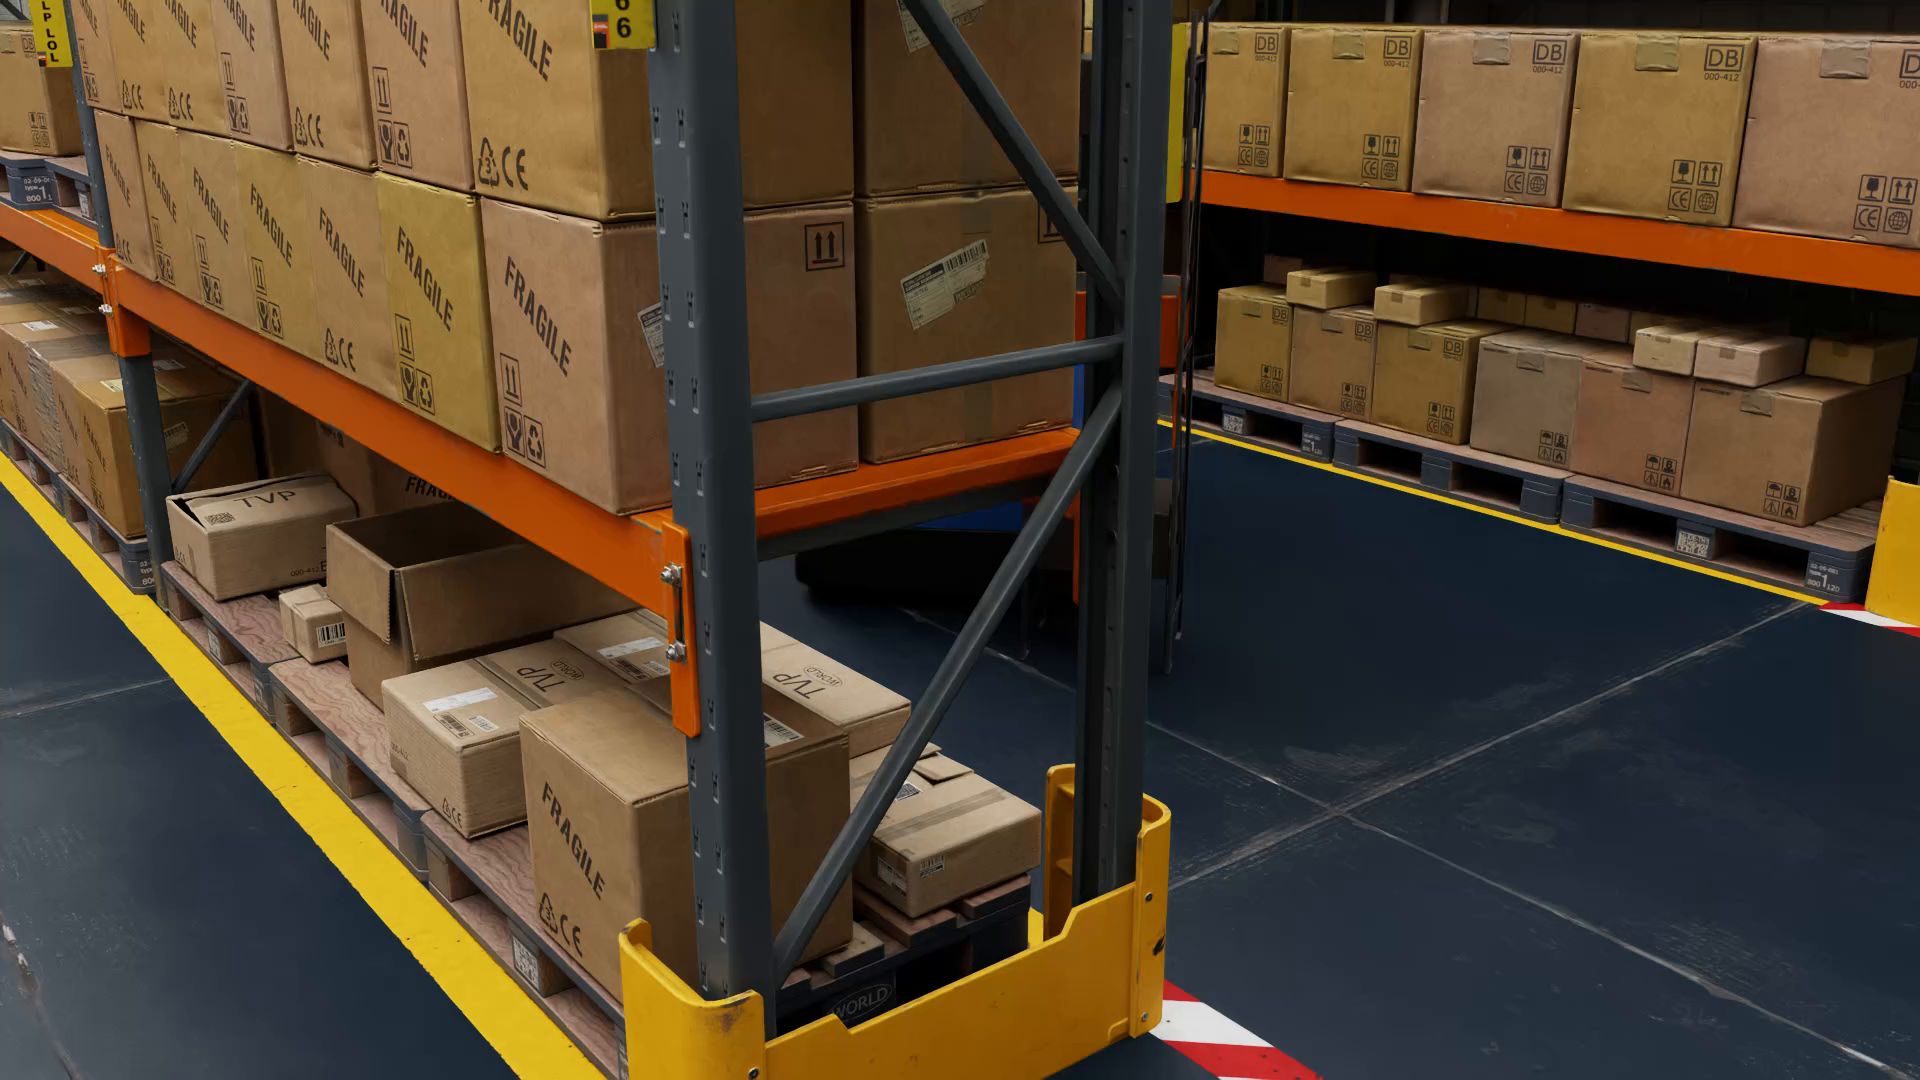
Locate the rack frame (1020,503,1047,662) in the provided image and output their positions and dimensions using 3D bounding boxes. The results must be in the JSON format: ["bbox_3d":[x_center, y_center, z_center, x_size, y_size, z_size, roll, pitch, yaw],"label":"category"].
[{"bbox_3d":[0.256,-0.645,5.470,0.015,2.100,0.400,4,19,13],"label":"rack frame"}]

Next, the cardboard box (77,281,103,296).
[{"bbox_3d":[-4.208,-1.430,8.492,0.500,0.250,0.500,-13,22,-34],"label":"cardboard box"}]

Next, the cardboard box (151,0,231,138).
[{"bbox_3d":[-1.816,-1.361,4.451,0.500,0.500,0.500,-15,23,-38],"label":"cardboard box"}]

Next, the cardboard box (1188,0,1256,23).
[{"bbox_3d":[1.272,-2.950,9.142,0.500,0.250,0.500,-13,22,-34],"label":"cardboard box"}]

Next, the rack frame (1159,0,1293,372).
[{"bbox_3d":[1.353,-2.231,8.830,1.000,3.000,0.127,-14,23,-36],"label":"rack frame"}]

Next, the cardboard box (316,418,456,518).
[{"bbox_3d":[-1.951,-0.201,5.974,0.500,0.500,0.500,-14,23,-36],"label":"cardboard box"}]

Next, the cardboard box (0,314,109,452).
[{"bbox_3d":[-3.988,-0.724,7.552,0.500,0.500,0.500,-15,23,-38],"label":"cardboard box"}]

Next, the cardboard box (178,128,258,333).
[{"bbox_3d":[-1.795,-0.883,4.599,0.500,0.500,0.500,-14,23,-36],"label":"cardboard box"}]

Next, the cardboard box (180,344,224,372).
[{"bbox_3d":[-2.977,-0.582,7.125,0.500,0.500,0.500,-14,23,-35],"label":"cardboard box"}]

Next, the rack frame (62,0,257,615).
[{"bbox_3d":[-2.528,-1.264,5.907,1.000,3.000,0.127,-14,23,-36],"label":"rack frame"}]

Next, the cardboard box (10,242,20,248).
[{"bbox_3d":[-5.439,-1.724,10.110,0.500,0.311,0.500,-15,23,-37],"label":"cardboard box"}]

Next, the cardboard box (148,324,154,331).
[{"bbox_3d":[-3.595,-0.831,7.878,0.500,0.500,0.500,-15,24,-38],"label":"cardboard box"}]

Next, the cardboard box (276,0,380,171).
[{"bbox_3d":[-1.176,-1.107,3.685,0.500,0.500,0.500,-13,22,-35],"label":"cardboard box"}]

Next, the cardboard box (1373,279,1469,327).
[{"bbox_3d":[2.131,-1.099,7.687,0.380,0.149,0.250,-15,23,-38],"label":"cardboard box"}]

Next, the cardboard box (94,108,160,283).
[{"bbox_3d":[-2.425,-1.132,5.351,0.500,0.500,0.500,-13,22,-35],"label":"cardboard box"}]

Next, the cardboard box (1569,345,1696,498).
[{"bbox_3d":[3.013,-0.535,7.014,0.700,0.500,0.500,-14,23,-36],"label":"cardboard box"}]

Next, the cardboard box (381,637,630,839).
[{"bbox_3d":[-1.141,0.493,4.277,0.500,0.250,0.500,-14,23,-36],"label":"cardboard box"}]

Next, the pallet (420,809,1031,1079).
[{"bbox_3d":[-0.587,0.831,4.018,1.003,0.211,1.213,-14,23,-36],"label":"pallet"}]

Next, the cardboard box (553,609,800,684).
[{"bbox_3d":[-0.780,0.383,4.609,0.500,0.250,0.500,-14,23,-36],"label":"cardboard box"}]

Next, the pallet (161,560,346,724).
[{"bbox_3d":[-2.102,0.230,5.834,1.003,0.211,1.213,-14,23,-36],"label":"pallet"}]

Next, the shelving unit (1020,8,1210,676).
[{"bbox_3d":[0.493,-0.627,5.416,0.503,2.100,0.431,4,19,13],"label":"shelving unit"}]

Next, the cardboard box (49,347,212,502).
[{"bbox_3d":[-3.359,-0.475,6.802,0.500,0.500,0.500,-14,23,-36],"label":"cardboard box"}]

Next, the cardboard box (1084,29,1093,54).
[{"bbox_3d":[0.869,-2.494,8.959,0.500,0.500,0.500,-14,23,-37],"label":"cardboard box"}]

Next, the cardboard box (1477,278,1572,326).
[{"bbox_3d":[2.613,-1.102,7.696,0.380,0.149,0.250,-14,23,-37],"label":"cardboard box"}]

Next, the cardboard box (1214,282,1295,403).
[{"bbox_3d":[1.737,-1.040,8.540,0.700,0.500,0.500,-14,23,-35],"label":"cardboard box"}]

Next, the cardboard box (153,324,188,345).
[{"bbox_3d":[-3.258,-1.055,7.361,0.500,0.250,0.500,-14,23,-36],"label":"cardboard box"}]

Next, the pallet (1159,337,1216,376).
[{"bbox_3d":[0.815,-1.083,9.798,1.003,0.211,1.213,-14,23,-36],"label":"pallet"}]

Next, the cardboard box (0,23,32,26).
[{"bbox_3d":[-4.114,-2.100,7.607,0.700,0.500,0.500,-9,20,-26],"label":"cardboard box"}]

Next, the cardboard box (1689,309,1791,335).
[{"bbox_3d":[3.243,-0.852,6.941,0.380,0.149,0.250,-14,23,-36],"label":"cardboard box"}]

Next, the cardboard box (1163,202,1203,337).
[{"bbox_3d":[0.848,-1.545,9.509,0.750,0.750,0.750,-14,23,-35],"label":"cardboard box"}]

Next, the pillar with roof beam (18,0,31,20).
[{"bbox_3d":[-23.261,-13.106,32.128,9.100,9.000,0.400,-14,23,-36],"label":"pillar with roof beam"}]

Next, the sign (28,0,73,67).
[{"bbox_3d":[-2.960,-1.704,5.395,0.100,0.325,0.005,-14,23,-36],"label":"sign"}]

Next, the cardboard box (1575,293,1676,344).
[{"bbox_3d":[2.929,-0.977,7.317,0.380,0.149,0.250,-14,23,-35],"label":"cardboard box"}]

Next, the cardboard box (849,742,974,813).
[{"bbox_3d":[-0.190,0.626,4.007,0.380,0.166,0.250,-14,23,-36],"label":"cardboard box"}]

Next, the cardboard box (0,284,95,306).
[{"bbox_3d":[-4.623,-0.976,8.314,0.500,0.500,0.500,-15,24,-38],"label":"cardboard box"}]

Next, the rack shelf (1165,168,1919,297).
[{"bbox_3d":[2.595,-1.397,7.454,1.077,0.370,4.000,-14,23,-36],"label":"rack shelf"}]

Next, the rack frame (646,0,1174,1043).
[{"bbox_3d":[-0.044,-0.278,2.930,1.000,3.000,0.127,-14,23,-36],"label":"rack frame"}]

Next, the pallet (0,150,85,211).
[{"bbox_3d":[-3.800,-1.680,7.469,1.003,0.211,1.213,-14,23,-36],"label":"pallet"}]

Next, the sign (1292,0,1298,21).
[{"bbox_3d":[1.787,-2.789,9.009,0.100,0.325,0.005,-14,23,-36],"label":"sign"}]

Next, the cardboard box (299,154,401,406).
[{"bbox_3d":[-1.166,-0.634,3.846,0.500,0.500,0.500,-14,23,-36],"label":"cardboard box"}]

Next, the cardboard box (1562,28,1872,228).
[{"bbox_3d":[3.052,-1.689,6.714,0.980,0.700,0.700,-14,23,-37],"label":"cardboard box"}]

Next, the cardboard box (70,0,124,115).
[{"bbox_3d":[-2.456,-1.615,5.218,0.500,0.500,0.500,-13,22,-35],"label":"cardboard box"}]

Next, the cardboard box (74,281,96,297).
[{"bbox_3d":[-4.246,-1.087,8.650,0.500,0.500,0.500,-13,22,-34],"label":"cardboard box"}]

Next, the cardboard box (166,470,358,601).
[{"bbox_3d":[-2.437,-0.050,5.821,0.500,0.311,0.500,-14,23,-36],"label":"cardboard box"}]

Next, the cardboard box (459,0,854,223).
[{"bbox_3d":[-0.536,-0.856,2.927,0.500,0.500,0.500,-14,23,-37],"label":"cardboard box"}]

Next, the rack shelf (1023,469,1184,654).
[{"bbox_3d":[0.493,0.050,5.640,0.480,0.518,0.431,4,19,13],"label":"rack shelf"}]

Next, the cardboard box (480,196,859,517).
[{"bbox_3d":[-0.535,-0.383,3.087,0.500,0.500,0.500,-13,22,-34],"label":"cardboard box"}]

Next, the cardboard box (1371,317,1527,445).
[{"bbox_3d":[2.363,-0.789,7.780,0.700,0.500,0.500,-13,23,-35],"label":"cardboard box"}]

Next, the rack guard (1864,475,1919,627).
[{"bbox_3d":[3.852,-0.053,6.228,1.175,0.500,0.348,-14,23,-36],"label":"rack guard"}]

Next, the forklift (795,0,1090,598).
[{"bbox_3d":[0.118,-1.605,7.046,1.130,2.935,3.031,3,19,8],"label":"forklift"}]

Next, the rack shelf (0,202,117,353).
[{"bbox_3d":[-3.769,-1.415,7.508,1.077,0.370,4.000,-14,23,-36],"label":"rack shelf"}]

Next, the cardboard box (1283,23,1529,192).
[{"bbox_3d":[2.126,-2.056,7.823,0.980,0.700,0.700,-15,23,-37],"label":"cardboard box"}]

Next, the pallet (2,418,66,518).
[{"bbox_3d":[-3.824,-0.434,7.837,1.003,0.211,1.213,-14,23,-36],"label":"pallet"}]

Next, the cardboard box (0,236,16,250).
[{"bbox_3d":[-5.857,-1.617,9.789,0.500,0.311,0.500,-14,23,-37],"label":"cardboard box"}]

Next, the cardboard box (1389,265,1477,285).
[{"bbox_3d":[2.296,-1.228,8.076,0.380,0.149,0.250,-15,23,-38],"label":"cardboard box"}]

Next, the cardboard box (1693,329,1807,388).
[{"bbox_3d":[3.101,-0.715,6.528,0.380,0.149,0.250,-14,23,-37],"label":"cardboard box"}]

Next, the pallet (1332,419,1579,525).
[{"bbox_3d":[2.526,-0.404,7.747,1.003,0.211,1.213,-14,23,-36],"label":"pallet"}]
